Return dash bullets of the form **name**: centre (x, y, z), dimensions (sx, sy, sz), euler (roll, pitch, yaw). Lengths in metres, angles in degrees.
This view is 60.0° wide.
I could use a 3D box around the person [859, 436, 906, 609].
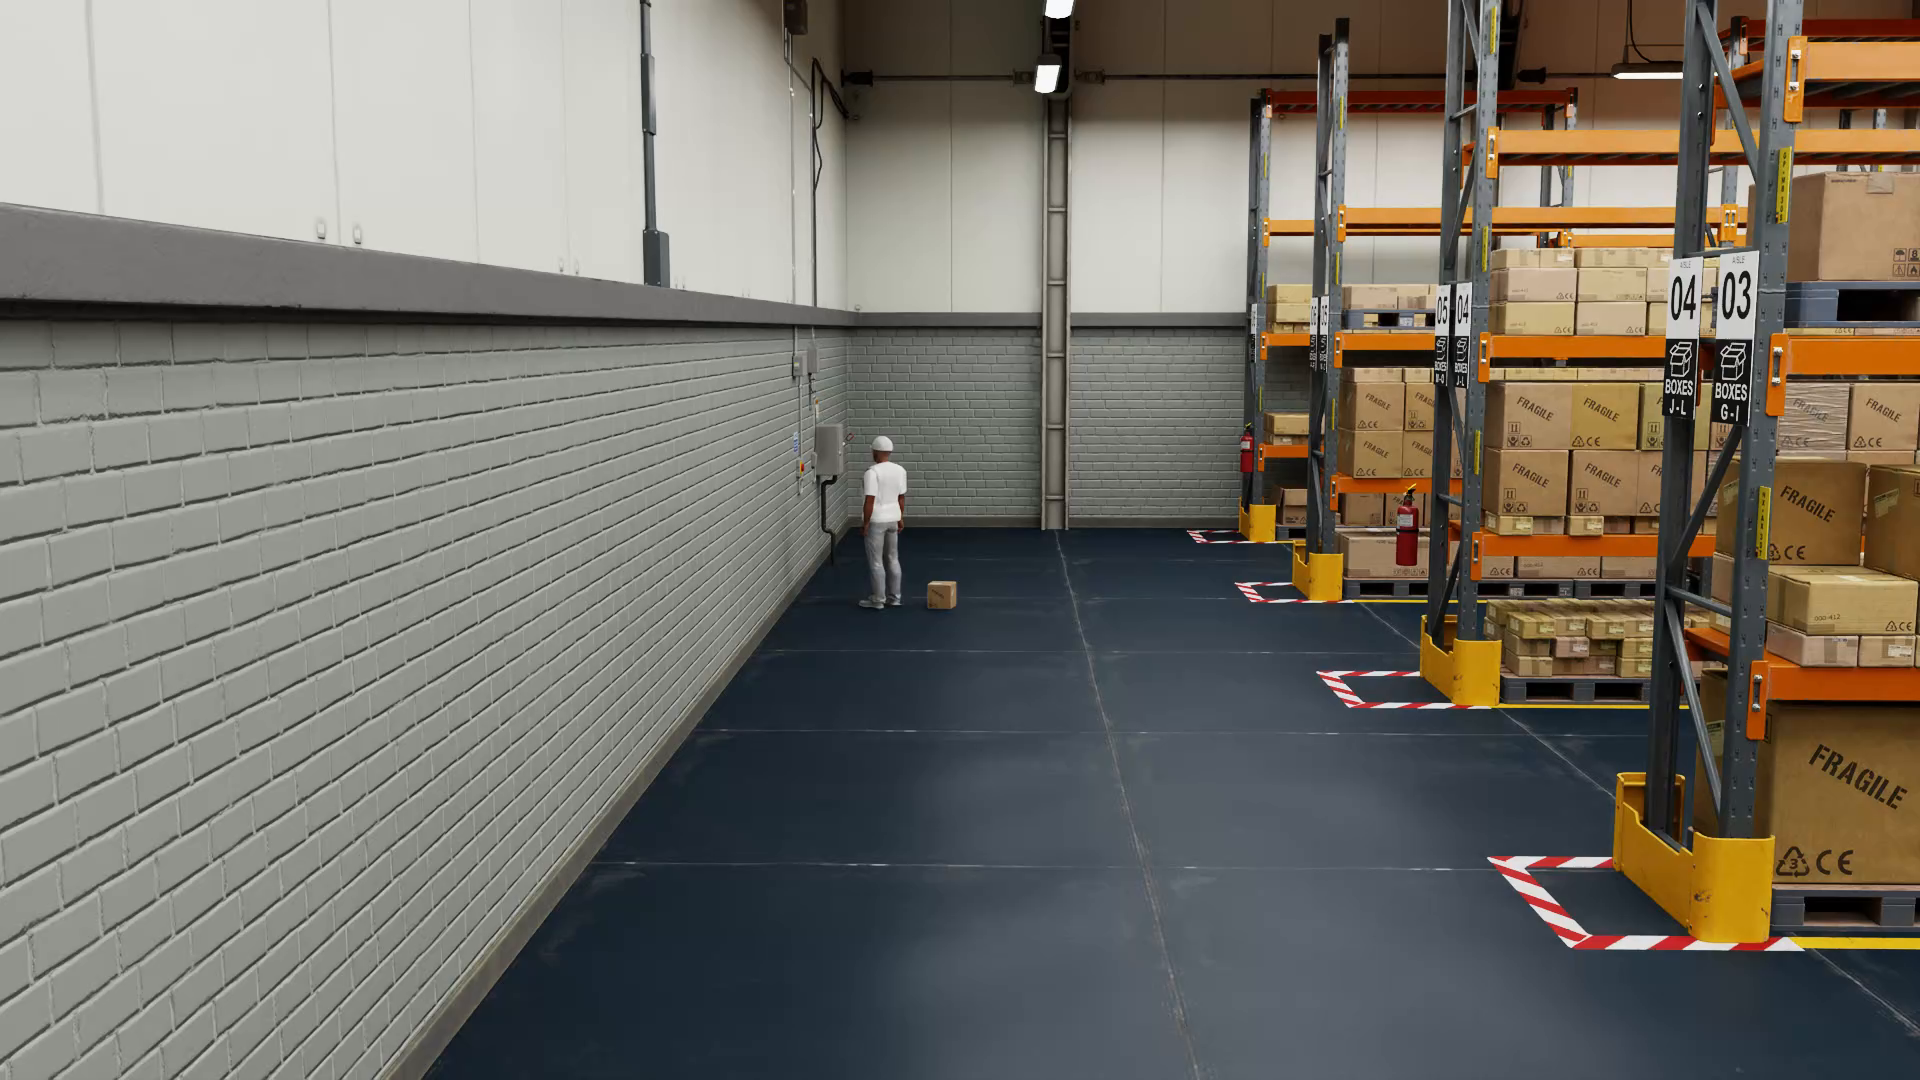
- **person**: centre (-0.819, -0.186, 17.128), dimensions (0.369, 1.771, 0.551), euler (7, 10, 44)
